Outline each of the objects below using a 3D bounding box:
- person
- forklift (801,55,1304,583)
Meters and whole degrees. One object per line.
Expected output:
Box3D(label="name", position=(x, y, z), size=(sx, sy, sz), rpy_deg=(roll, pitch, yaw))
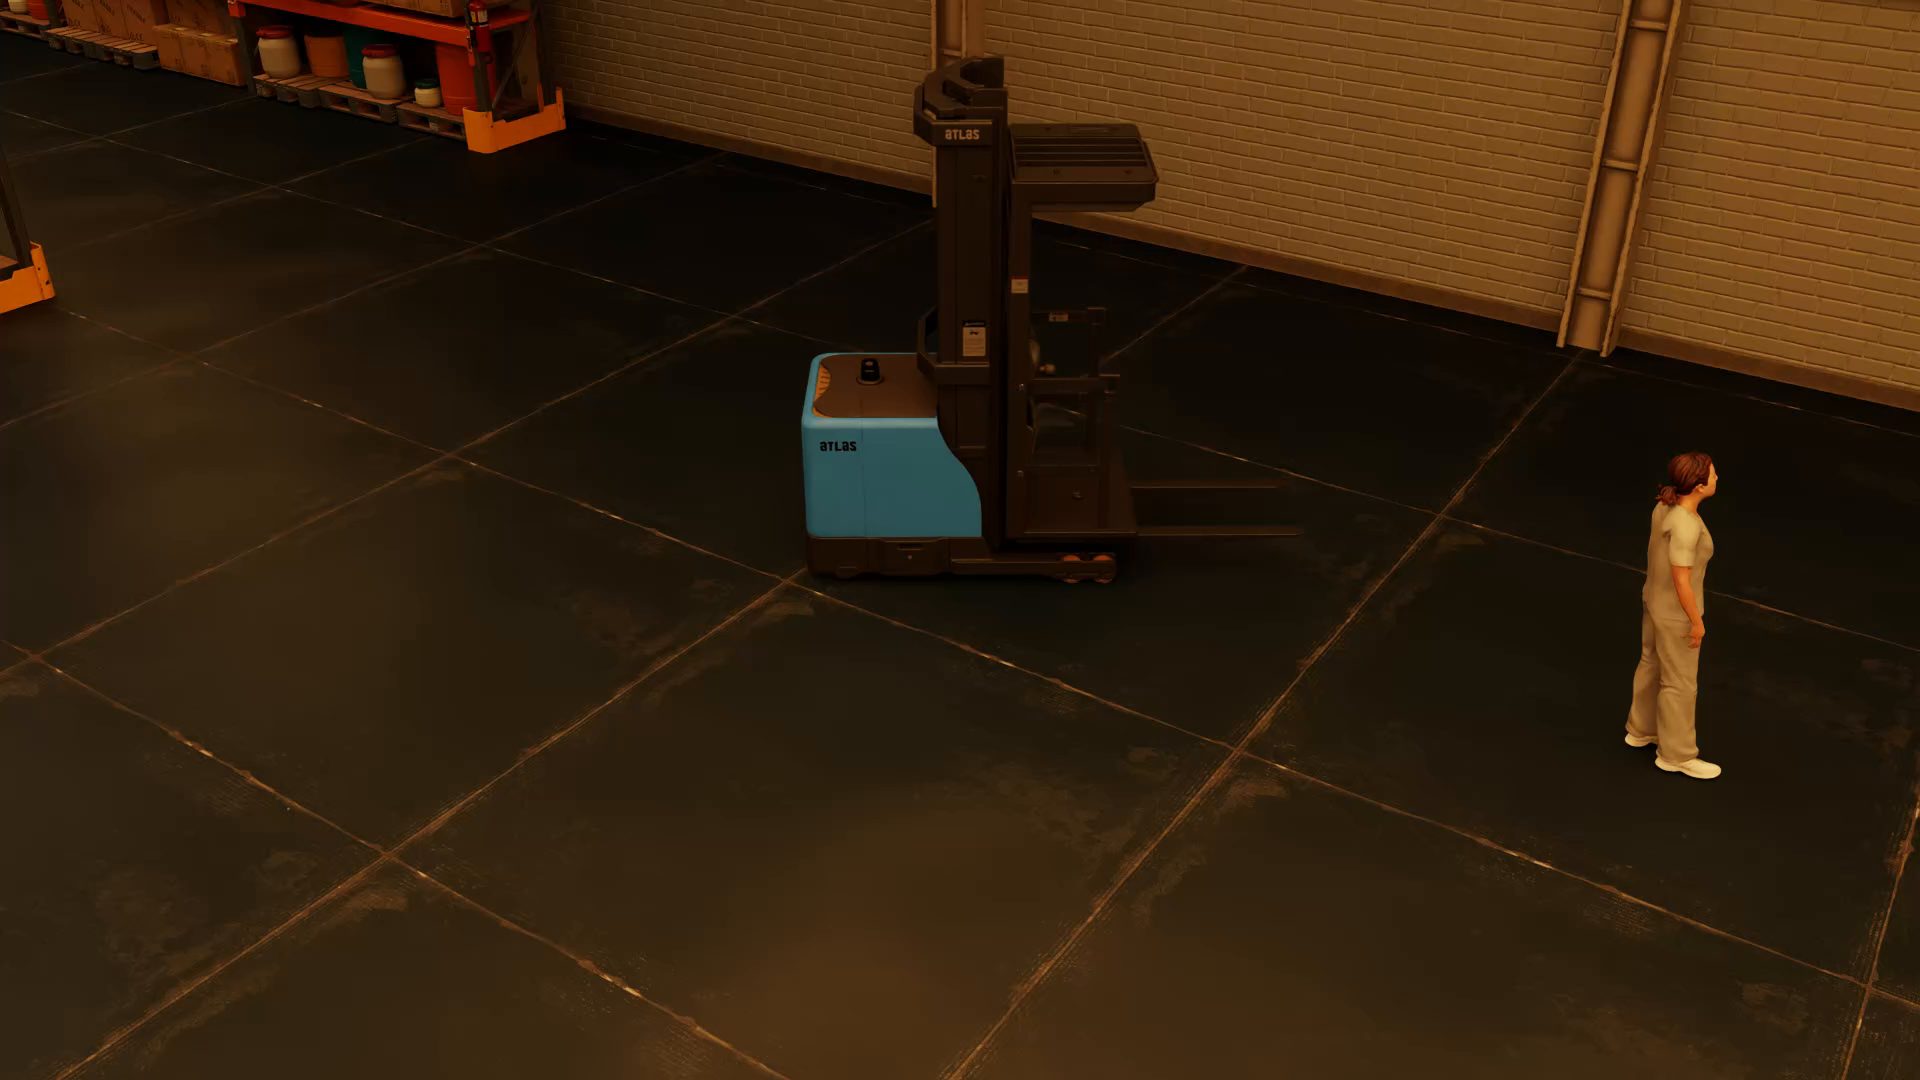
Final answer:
Box3D(label="person", position=(3.601, 0.341, 8.230), size=(0.549, 1.674, 0.549), rpy_deg=(3, 30, 6))
Box3D(label="forklift", position=(0.579, -1.275, 9.777), size=(3.031, 2.935, 1.130), rpy_deg=(0, 30, 0))
